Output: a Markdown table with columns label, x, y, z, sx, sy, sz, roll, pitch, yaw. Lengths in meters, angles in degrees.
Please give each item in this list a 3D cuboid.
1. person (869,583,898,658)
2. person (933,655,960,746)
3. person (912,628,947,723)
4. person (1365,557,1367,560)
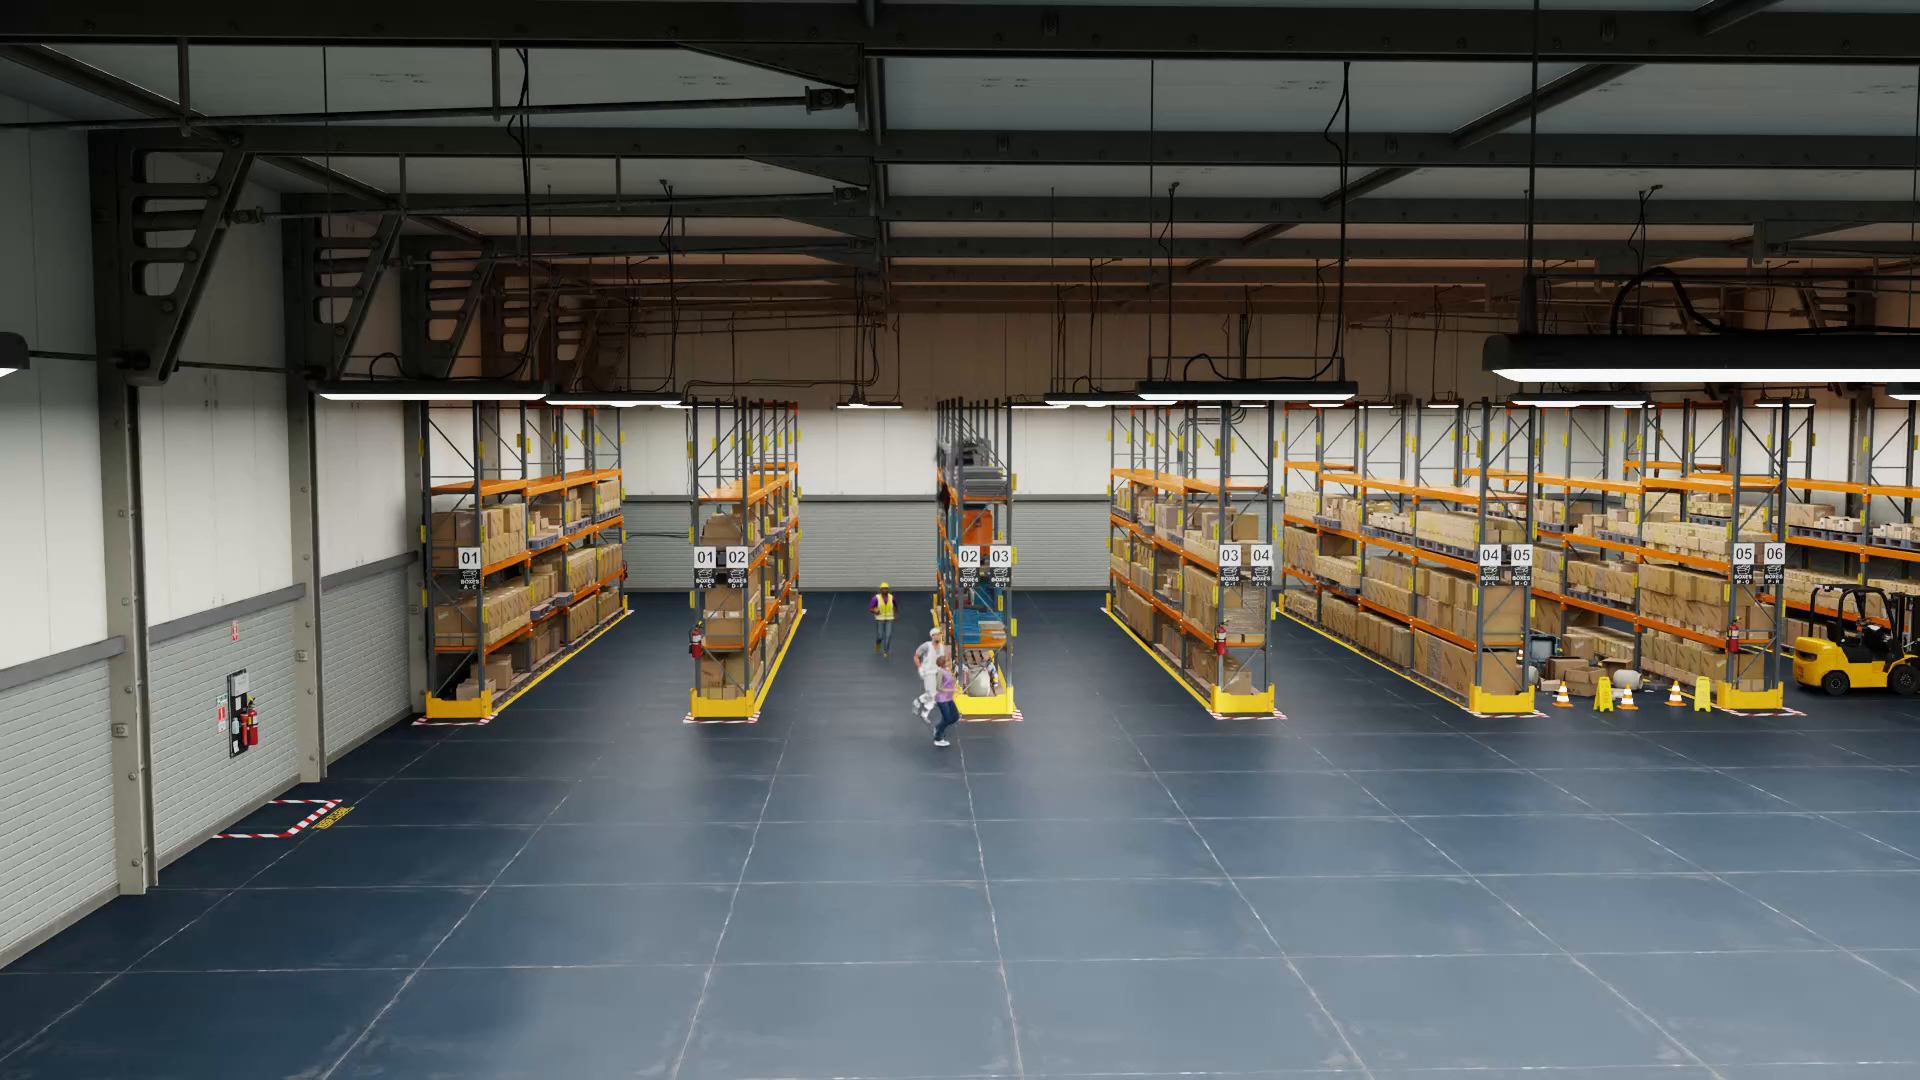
| label | x | y | z | sx | sy | sz | roll | pitch | yaw |
| --- | --- | --- | --- | --- | --- | --- | --- | --- | --- |
| person | -1.775 | 1.857 | 38.807 | 0.708 | 1.732 | 0.733 | -1 | 5 | -15 |
| person | -0.210 | 2.788 | 28.423 | 0.524 | 1.463 | 0.525 | 2 | 5 | 19 |
| person | -0.505 | 2.492 | 30.779 | 0.665 | 1.729 | 0.580 | -4 | 6 | -40 |
| person | 11.485 | 1.270 | 47.396 | 0.618 | 1.623 | 0.575 | 0 | 4 | -4 |
